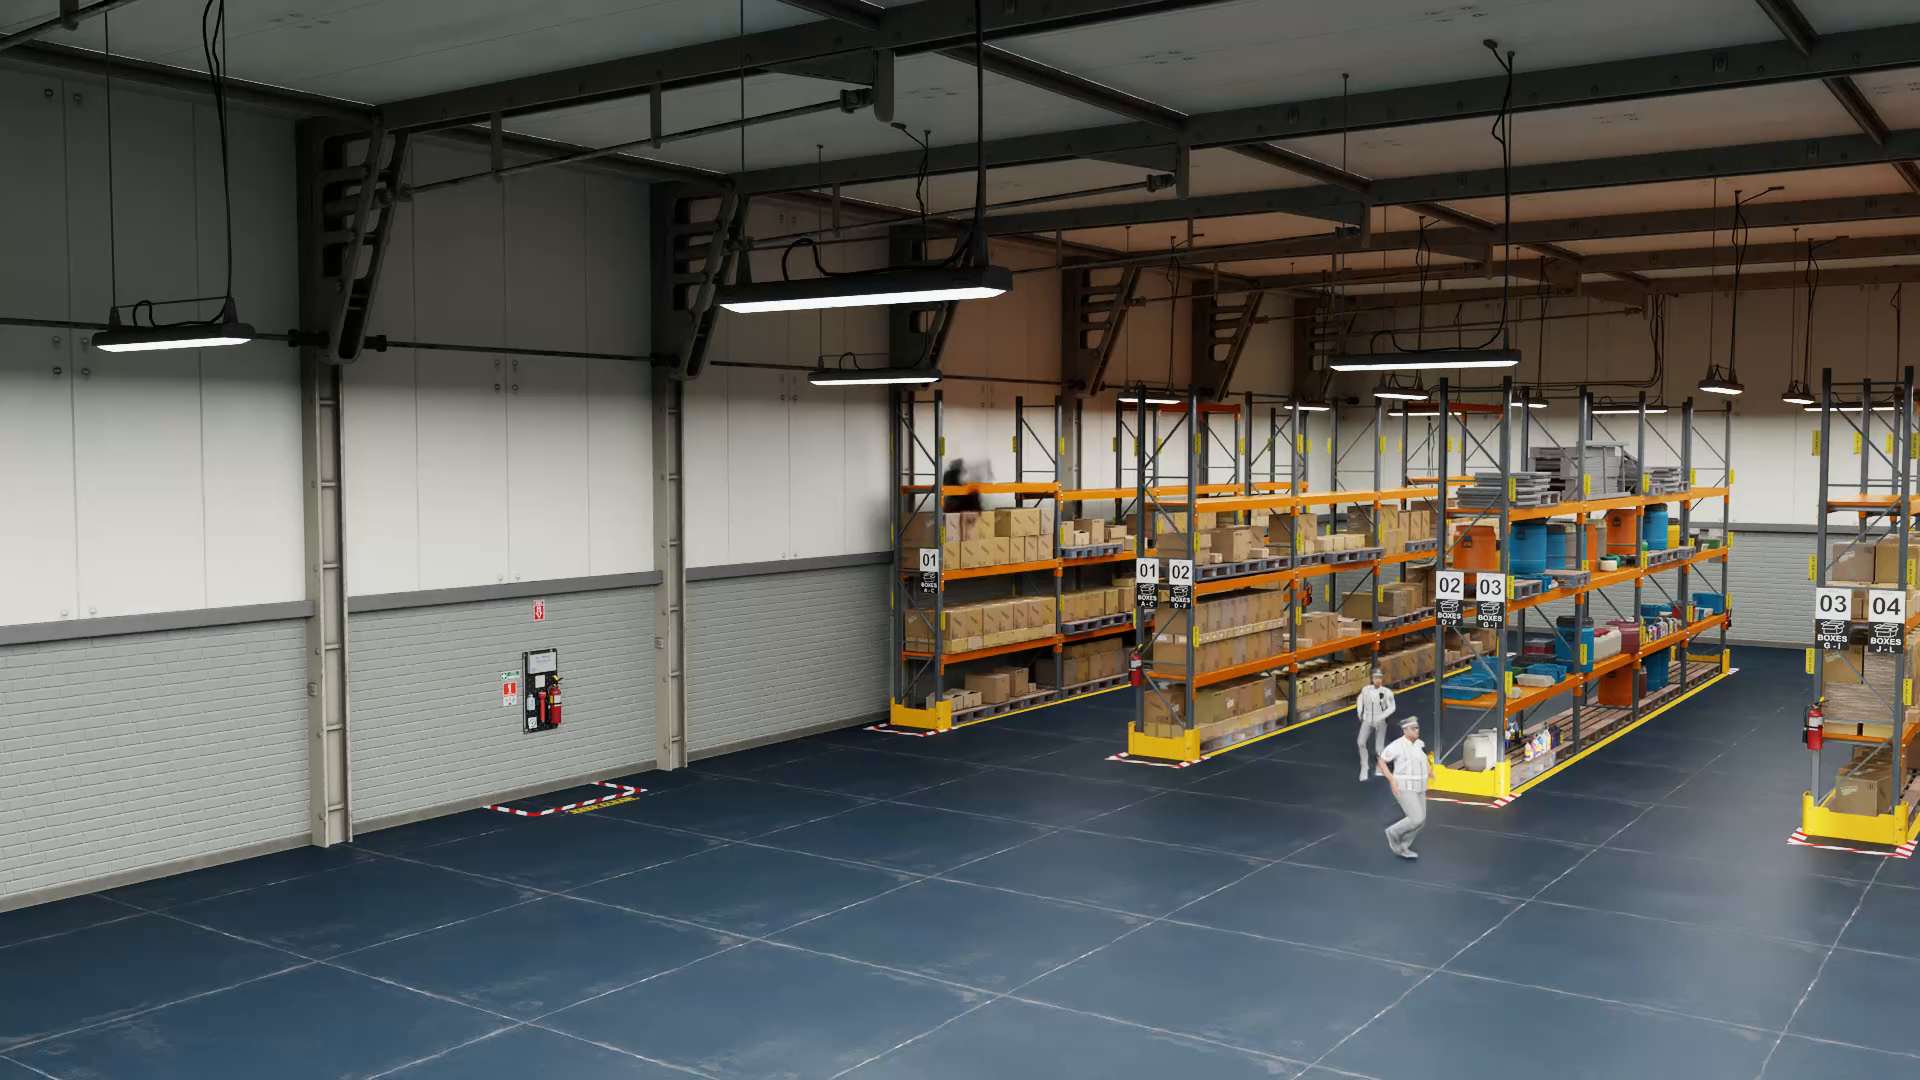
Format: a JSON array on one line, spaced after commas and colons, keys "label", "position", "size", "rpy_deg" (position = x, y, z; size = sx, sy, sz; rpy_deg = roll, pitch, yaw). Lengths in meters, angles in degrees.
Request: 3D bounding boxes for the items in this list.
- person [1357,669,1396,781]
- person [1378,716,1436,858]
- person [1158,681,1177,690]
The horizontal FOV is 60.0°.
[{"label": "person", "position": [6.227, 2.765, 24.972], "size": [0.625, 1.700, 0.642], "rpy_deg": [2, 4, 29]}, {"label": "person", "position": [5.478, 2.992, 20.096], "size": [0.652, 1.732, 0.592], "rpy_deg": [-2, 4, -34]}, {"label": "person", "position": [3.855, 2.401, 30.337], "size": [0.652, 1.752, 0.641], "rpy_deg": [2, 4, 25]}]
